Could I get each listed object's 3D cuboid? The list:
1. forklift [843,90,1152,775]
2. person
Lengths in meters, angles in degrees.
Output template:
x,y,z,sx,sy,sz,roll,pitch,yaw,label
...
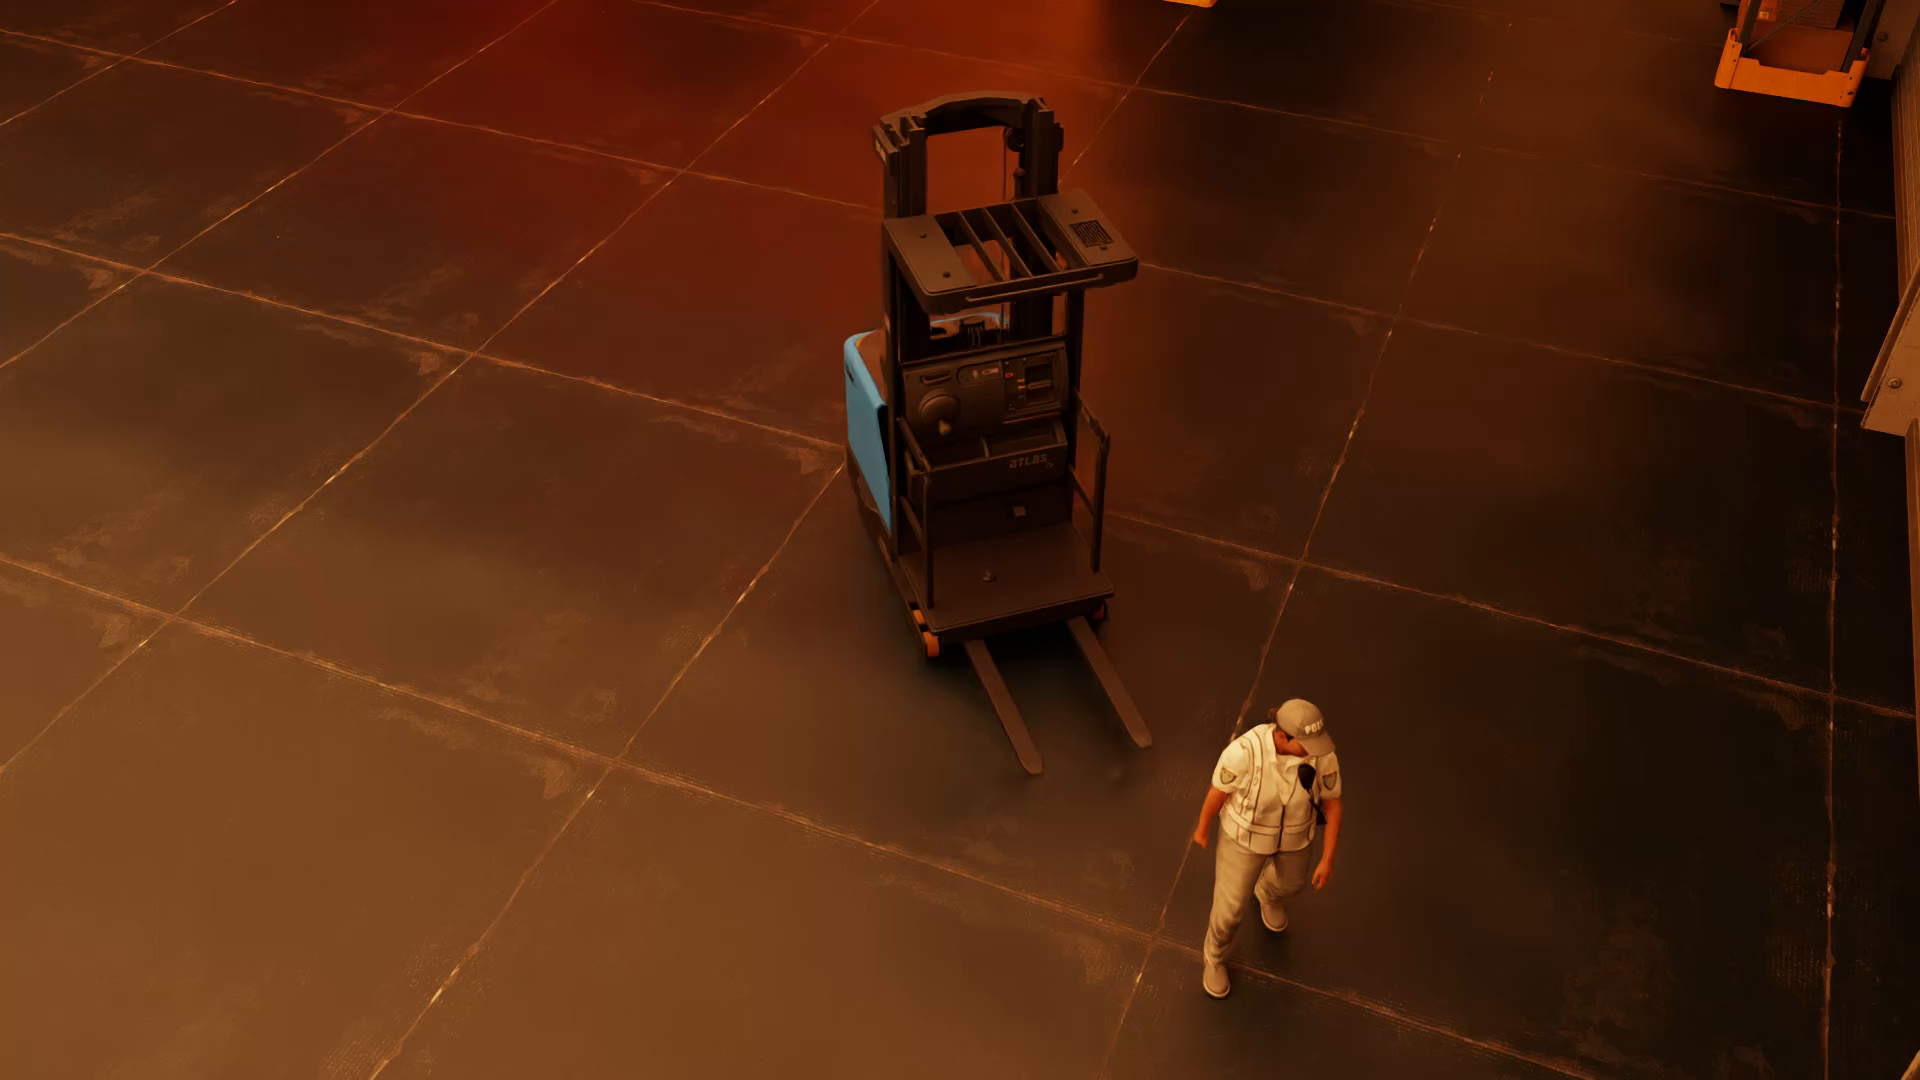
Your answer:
x,y,z,sx,sy,sz,roll,pitch,yaw,label
0.215,-0.740,8.891,1.130,2.935,3.031,-12,41,-14,forklift
1.366,1.316,7.472,0.599,1.608,0.648,-5,40,-6,person
